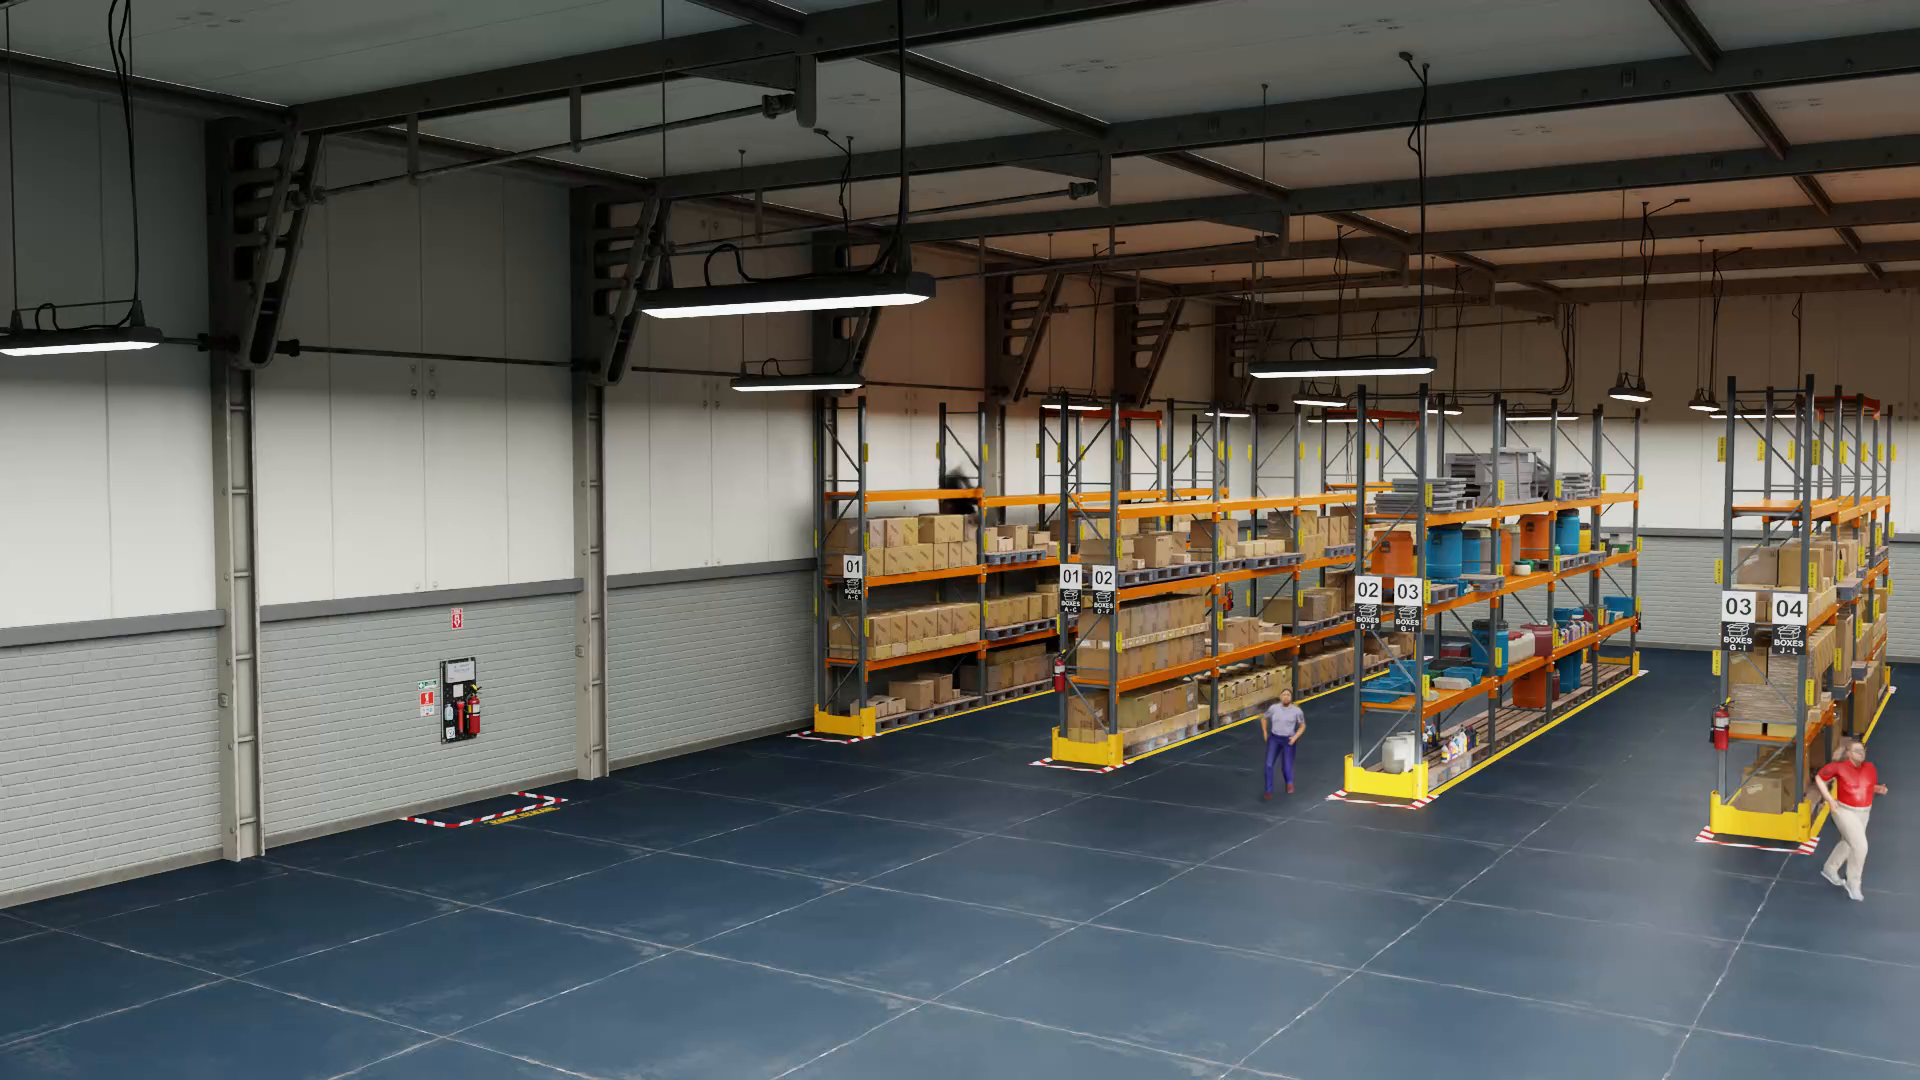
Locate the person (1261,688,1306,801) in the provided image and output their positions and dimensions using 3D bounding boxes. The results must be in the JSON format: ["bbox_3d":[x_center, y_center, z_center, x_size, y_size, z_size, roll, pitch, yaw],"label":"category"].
[{"bbox_3d":[4.665,2.947,24.116,0.645,1.585,0.751,1,3,21],"label":"person"}]

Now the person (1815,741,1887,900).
[{"bbox_3d":[10.135,3.173,18.877,0.625,1.807,0.794,-1,3,-18],"label":"person"}]
